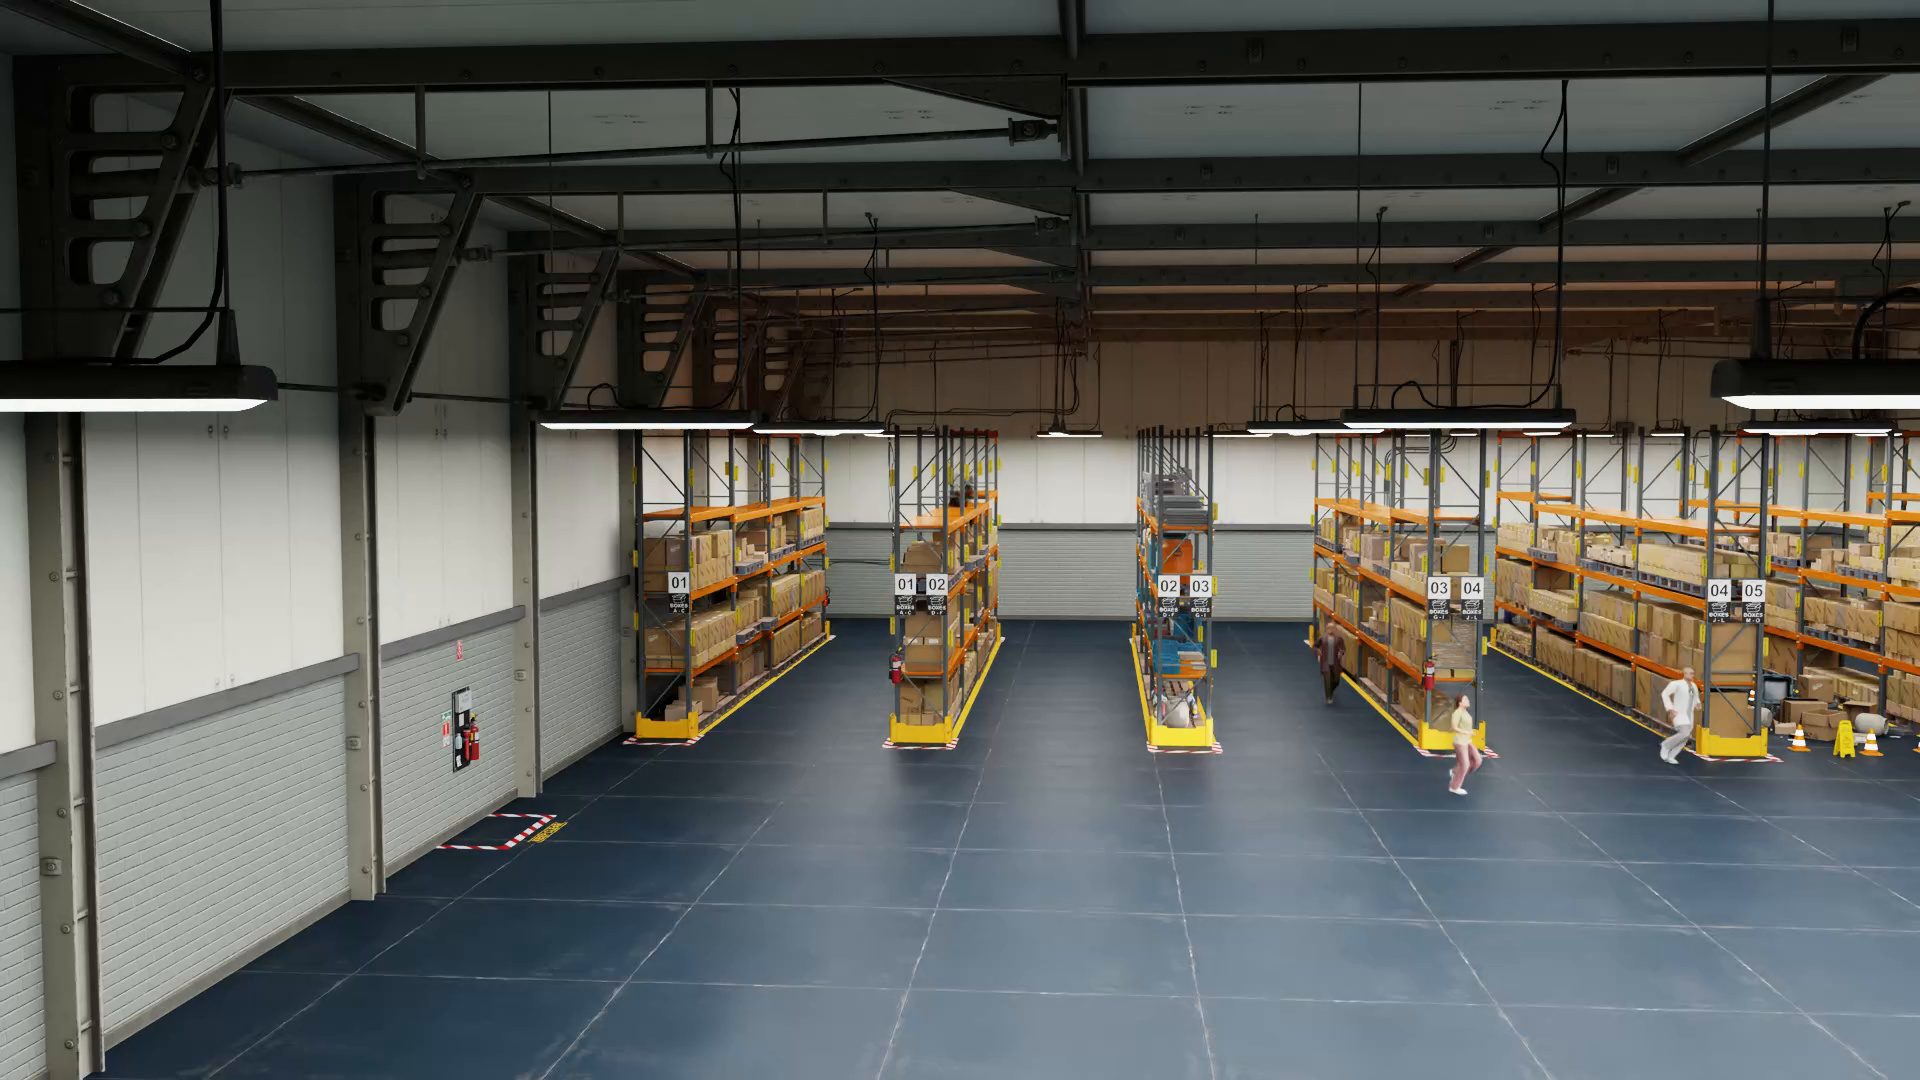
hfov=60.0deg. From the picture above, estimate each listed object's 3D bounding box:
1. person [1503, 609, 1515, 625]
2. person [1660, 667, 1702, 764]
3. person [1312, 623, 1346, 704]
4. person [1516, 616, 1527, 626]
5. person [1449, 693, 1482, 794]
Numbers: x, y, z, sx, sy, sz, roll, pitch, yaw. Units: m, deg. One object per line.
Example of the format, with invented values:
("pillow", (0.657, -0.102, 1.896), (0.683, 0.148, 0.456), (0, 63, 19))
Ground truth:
("person", (15.717, 2.055, 47.498), (0.735, 1.677, 0.588), (-1, 4, -14))
("person", (12.847, 3.111, 29.485), (0.743, 1.699, 0.582), (-2, 4, -27))
("person", (8.038, 2.678, 36.187), (0.716, 1.737, 0.836), (0, 3, 4))
("person", (16.082, 2.024, 47.230), (0.895, 1.824, 0.682), (0, 3, -5))
("person", (8.135, 3.286, 26.841), (0.525, 1.639, 0.626), (3, 4, 37))
